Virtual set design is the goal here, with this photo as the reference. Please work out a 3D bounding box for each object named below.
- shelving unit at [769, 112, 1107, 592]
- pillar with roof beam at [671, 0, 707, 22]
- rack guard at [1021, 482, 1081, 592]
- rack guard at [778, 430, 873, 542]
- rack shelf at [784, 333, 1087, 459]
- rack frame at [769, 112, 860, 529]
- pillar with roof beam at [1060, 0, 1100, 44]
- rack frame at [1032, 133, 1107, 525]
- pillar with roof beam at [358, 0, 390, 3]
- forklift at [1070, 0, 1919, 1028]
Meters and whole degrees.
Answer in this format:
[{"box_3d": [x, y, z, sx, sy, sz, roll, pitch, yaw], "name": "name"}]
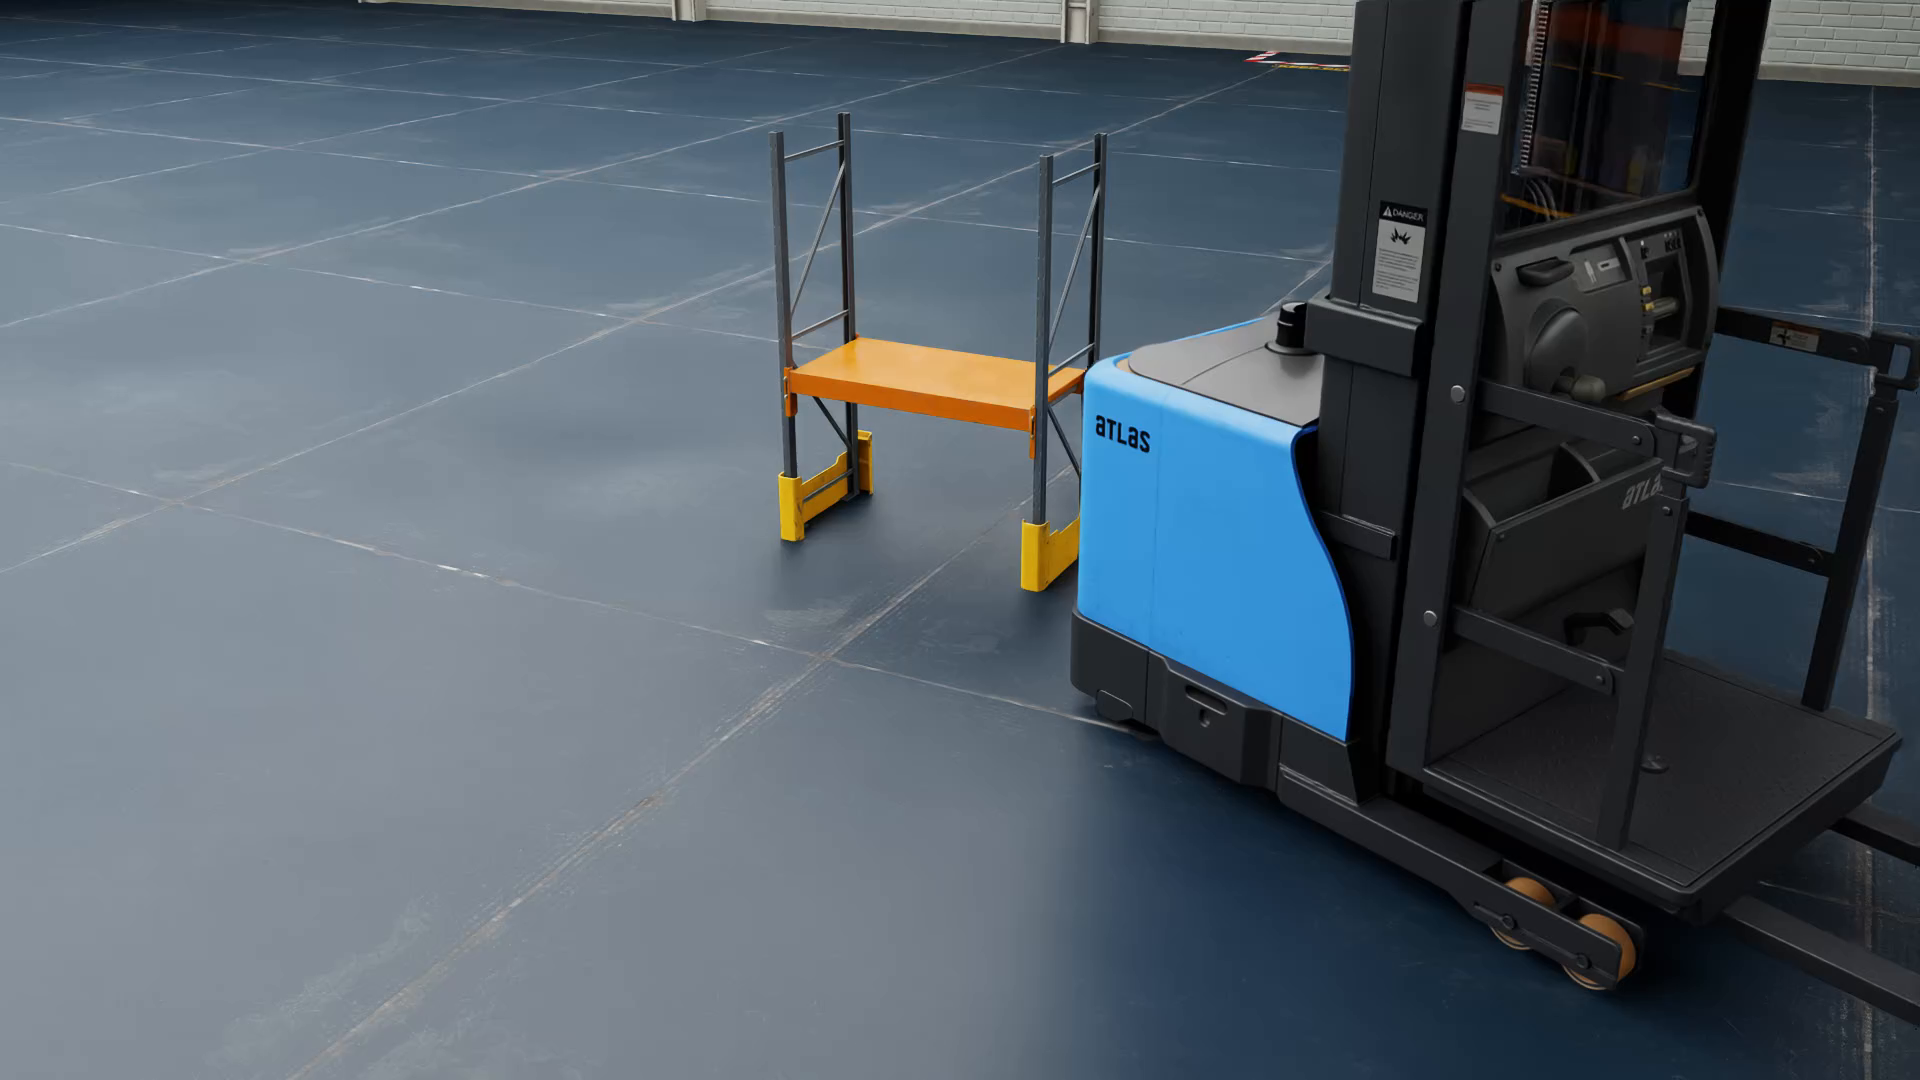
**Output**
[{"box_3d": [-0.068, -0.704, 5.988, 1.083, 1.500, 0.587, 11, 25, 25], "name": "shelving unit"}, {"box_3d": [-5.779, -10.029, 18.333, 0.400, 9.000, 9.100, 11, 25, 25], "name": "pillar with roof beam"}, {"box_3d": [0.376, -0.041, 6.026, 0.087, 0.250, 0.587, 11, 25, 25], "name": "rack guard"}, {"box_3d": [-0.512, -0.216, 6.440, 0.087, 0.250, 0.587, 11, 25, 25], "name": "rack guard"}, {"box_3d": [-0.076, -0.540, 6.062, 1.000, 0.185, 0.538, 11, 25, 25], "name": "rack shelf"}, {"box_3d": [-0.530, -0.795, 6.203, 0.032, 1.500, 0.500, 11, 25, 25], "name": "rack frame"}, {"box_3d": [-0.425, -8.969, 15.842, 0.400, 9.000, 9.100, 11, 25, 25], "name": "pillar with roof beam"}, {"box_3d": [0.378, -0.615, 5.781, 0.032, 1.500, 0.500, 11, 25, 25], "name": "rack frame"}, {"box_3d": [-11.134, -11.088, 20.824, 0.400, 9.000, 9.100, 11, 25, 25], "name": "pillar with roof beam"}, {"box_3d": [1.666, -0.539, 3.773, 1.130, 2.935, 3.031, -18, 29, -36], "name": "forklift"}]
